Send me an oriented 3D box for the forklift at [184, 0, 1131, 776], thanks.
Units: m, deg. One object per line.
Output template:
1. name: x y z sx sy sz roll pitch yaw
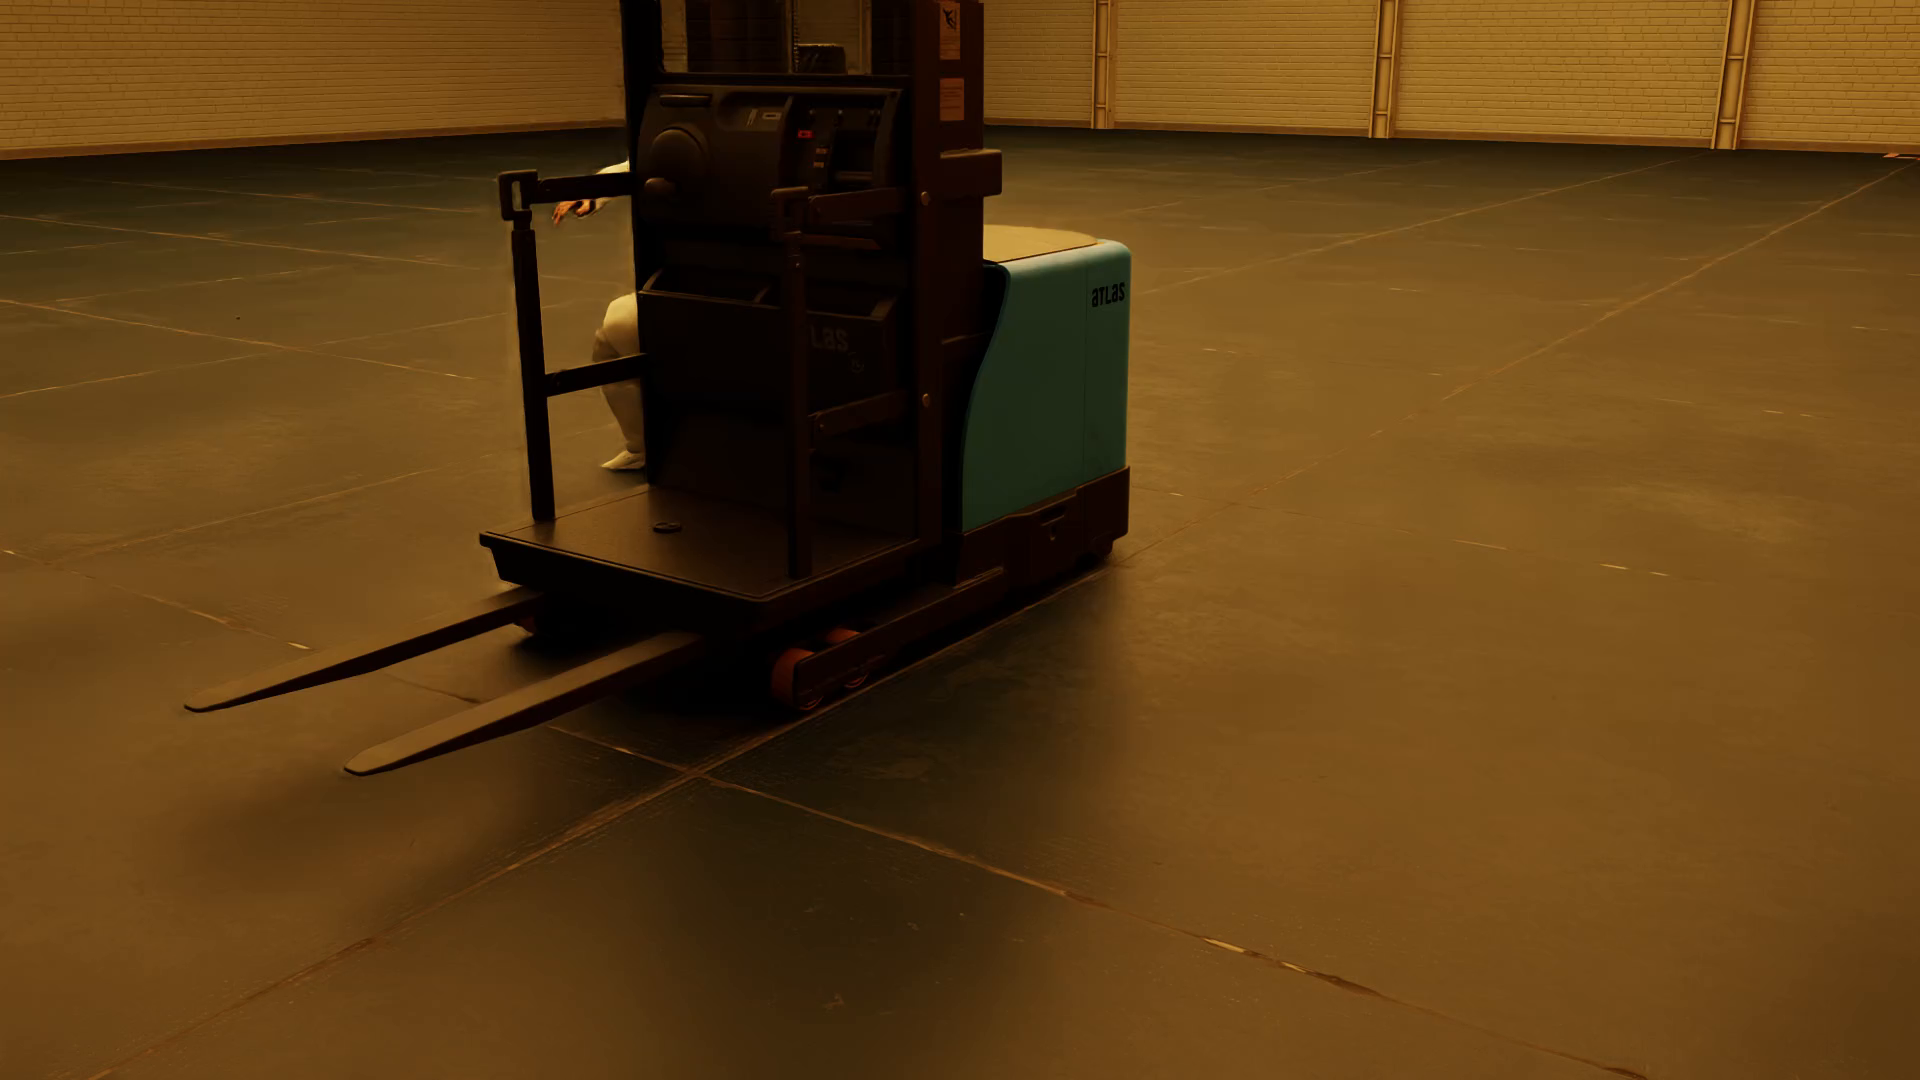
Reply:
1. forklift: -0.672 -1.105 4.528 1.130 2.935 3.031 11 20 33

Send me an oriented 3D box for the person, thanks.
1. person: -1.113 -0.915 6.515 1.009 1.544 0.780 7 18 23
